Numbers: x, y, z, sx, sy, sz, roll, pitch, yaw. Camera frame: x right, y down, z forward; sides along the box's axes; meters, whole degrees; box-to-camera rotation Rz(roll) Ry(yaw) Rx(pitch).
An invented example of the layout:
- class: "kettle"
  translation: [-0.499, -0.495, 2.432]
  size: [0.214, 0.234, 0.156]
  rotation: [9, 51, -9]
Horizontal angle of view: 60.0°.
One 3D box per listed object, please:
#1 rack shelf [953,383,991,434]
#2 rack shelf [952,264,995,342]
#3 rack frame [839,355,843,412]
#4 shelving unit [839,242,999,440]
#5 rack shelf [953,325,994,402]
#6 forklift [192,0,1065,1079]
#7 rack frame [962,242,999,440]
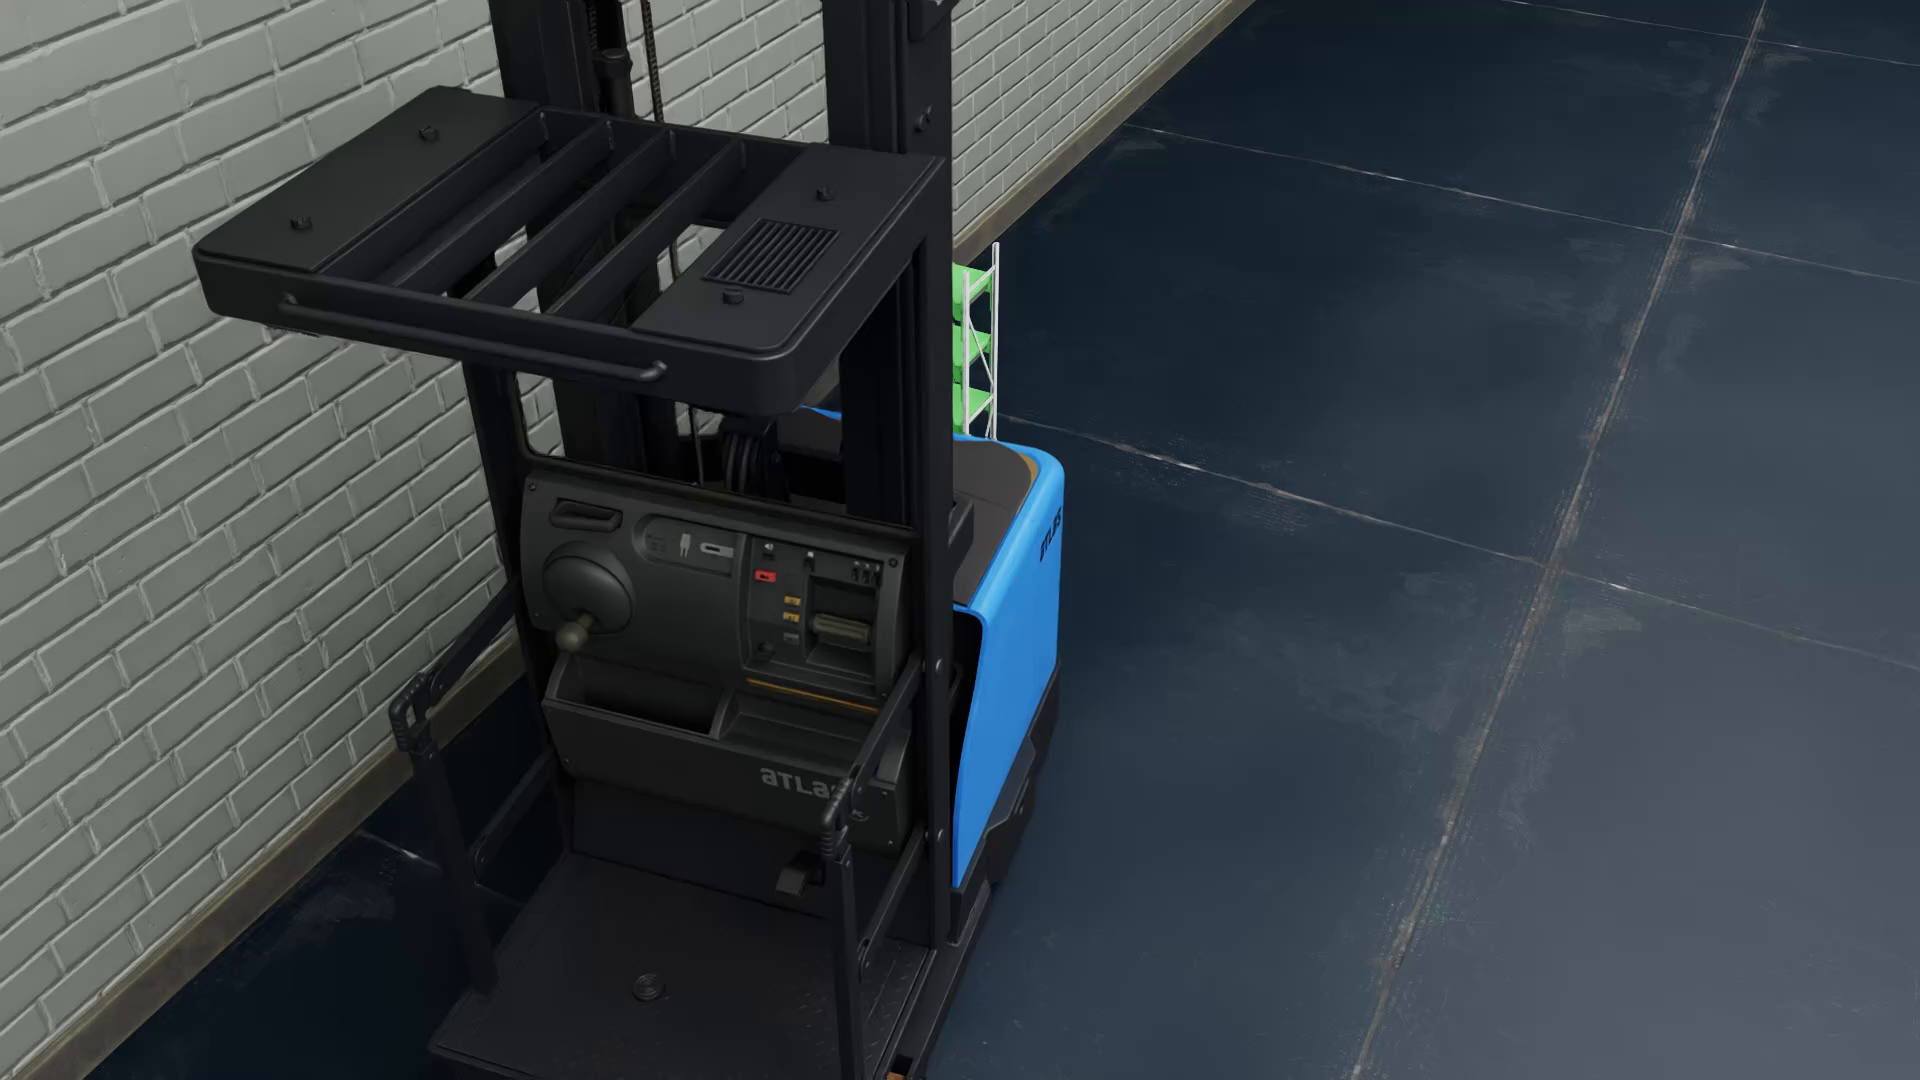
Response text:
- class: "rack shelf"
  translation: [-0.147, -0.473, 5.987]
  size: [0.480, 0.148, 0.258]
  rotation: [17, 41, 21]
- class: "rack shelf"
  translation: [-0.147, -0.855, 5.696]
  size: [0.480, 0.148, 0.258]
  rotation: [17, 41, 21]
- class: "rack frame"
  translation: [-0.364, -0.592, 6.037]
  size: [0.015, 1.200, 0.240]
  rotation: [17, 41, 21]
- class: "shelving unit"
  translation: [-0.147, -0.524, 5.948]
  size: [0.503, 1.200, 0.258]
  rotation: [17, 41, 21]
- class: "rack shelf"
  translation: [-0.147, -0.664, 5.841]
  size: [0.480, 0.148, 0.258]
  rotation: [17, 41, 21]
- class: "forklift"
  translation: [-0.635, 0.184, 3.584]
  size: [1.130, 2.935, 3.031]
  rotation: [11, 39, 15]
- class: "rack frame"
  translation: [0.070, -0.456, 5.858]
  size: [0.015, 1.200, 0.240]
  rotation: [17, 41, 21]
